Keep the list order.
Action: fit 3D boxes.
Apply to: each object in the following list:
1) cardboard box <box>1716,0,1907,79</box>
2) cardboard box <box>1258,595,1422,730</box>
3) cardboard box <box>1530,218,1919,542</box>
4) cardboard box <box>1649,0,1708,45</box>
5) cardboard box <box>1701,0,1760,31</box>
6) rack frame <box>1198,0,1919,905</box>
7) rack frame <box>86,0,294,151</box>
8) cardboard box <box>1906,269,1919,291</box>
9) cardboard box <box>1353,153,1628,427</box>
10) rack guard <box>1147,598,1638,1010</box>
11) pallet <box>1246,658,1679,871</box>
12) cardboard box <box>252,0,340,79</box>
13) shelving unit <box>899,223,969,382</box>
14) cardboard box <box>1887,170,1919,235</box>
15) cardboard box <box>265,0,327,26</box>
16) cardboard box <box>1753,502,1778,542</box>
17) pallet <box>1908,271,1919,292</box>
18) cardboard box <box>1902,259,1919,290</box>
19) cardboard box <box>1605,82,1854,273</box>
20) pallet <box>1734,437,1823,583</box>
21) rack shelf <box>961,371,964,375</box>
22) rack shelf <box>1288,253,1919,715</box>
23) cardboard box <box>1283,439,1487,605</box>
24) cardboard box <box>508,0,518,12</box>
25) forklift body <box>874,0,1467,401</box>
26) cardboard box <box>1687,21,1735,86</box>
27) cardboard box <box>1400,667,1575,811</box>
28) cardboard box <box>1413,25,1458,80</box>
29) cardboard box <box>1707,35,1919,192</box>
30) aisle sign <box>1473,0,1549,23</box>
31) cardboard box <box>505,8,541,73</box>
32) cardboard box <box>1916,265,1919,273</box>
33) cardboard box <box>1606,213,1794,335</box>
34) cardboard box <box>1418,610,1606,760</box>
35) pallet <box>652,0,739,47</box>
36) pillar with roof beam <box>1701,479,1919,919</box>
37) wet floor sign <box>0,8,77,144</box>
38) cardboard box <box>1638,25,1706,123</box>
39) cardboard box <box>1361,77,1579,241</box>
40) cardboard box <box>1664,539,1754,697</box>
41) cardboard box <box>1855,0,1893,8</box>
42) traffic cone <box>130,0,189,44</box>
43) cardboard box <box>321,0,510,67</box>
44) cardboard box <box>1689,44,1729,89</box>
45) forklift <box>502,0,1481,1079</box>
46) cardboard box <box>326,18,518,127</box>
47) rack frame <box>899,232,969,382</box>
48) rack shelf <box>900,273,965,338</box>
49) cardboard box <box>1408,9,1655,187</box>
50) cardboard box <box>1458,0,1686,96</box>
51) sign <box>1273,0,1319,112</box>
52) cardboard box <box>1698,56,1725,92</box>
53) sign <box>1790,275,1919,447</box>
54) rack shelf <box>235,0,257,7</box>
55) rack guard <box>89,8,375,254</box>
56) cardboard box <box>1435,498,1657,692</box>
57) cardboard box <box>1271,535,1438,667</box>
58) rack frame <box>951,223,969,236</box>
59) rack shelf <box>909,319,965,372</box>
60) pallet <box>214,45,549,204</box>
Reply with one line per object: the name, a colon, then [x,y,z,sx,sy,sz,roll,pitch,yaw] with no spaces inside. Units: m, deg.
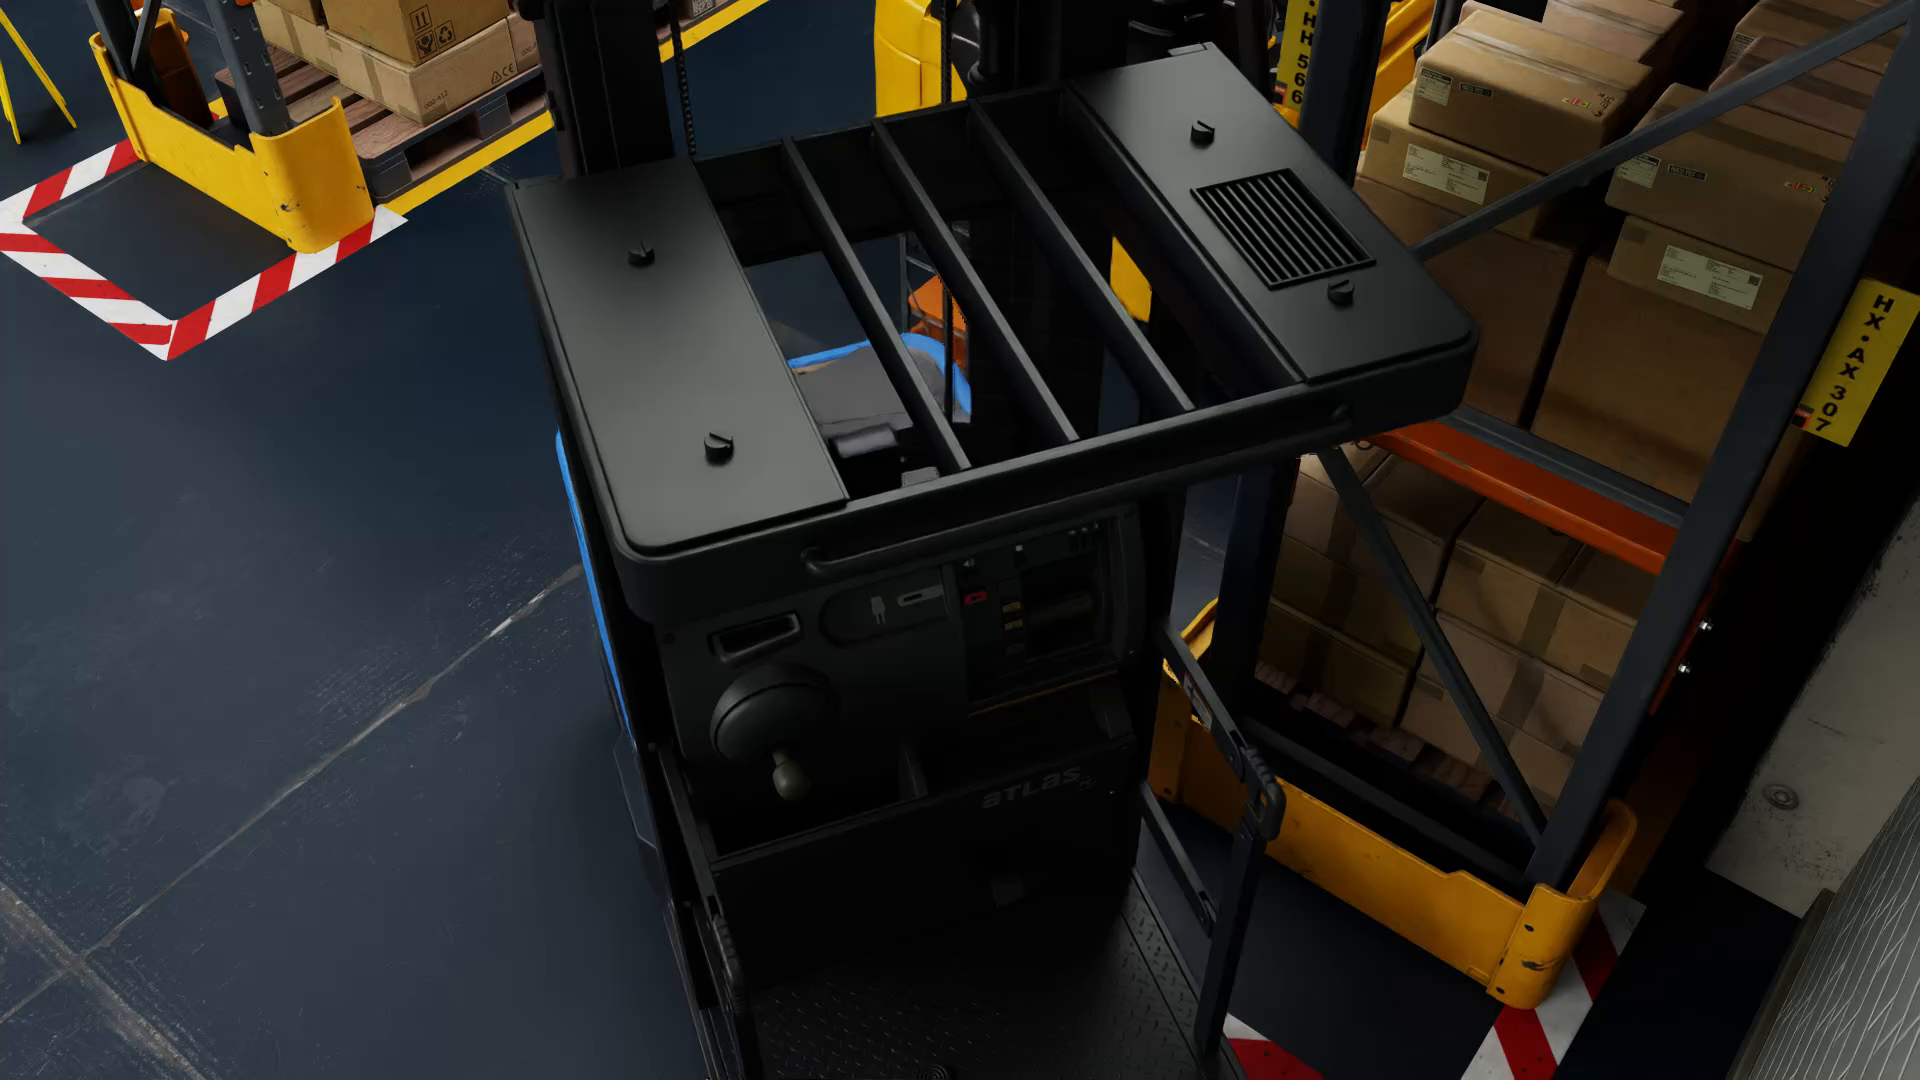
cardboard box: [1.785,-0.971,3.379,0.380,0.149,0.250,30,53,26]
cardboard box: [1.111,0.177,4.618,0.500,0.250,0.500,30,53,25]
cardboard box: [1.597,-0.415,3.503,0.500,0.500,0.500,31,54,26]
cardboard box: [1.391,-1.195,3.594,0.380,0.149,0.250,30,53,26]
cardboard box: [1.602,-1.305,3.699,0.380,0.149,0.250,30,53,25]
rack frame: [1.074,-0.219,3.385,1.000,3.000,0.127,29,53,25]
rack frame: [-2.856,-2.412,5.479,1.000,3.000,0.127,29,53,25]
cardboard box: [3.080,-1.043,5.783,0.500,0.250,0.500,29,53,25]
cardboard box: [1.167,-0.652,3.729,0.500,0.500,0.500,28,52,24]
rack guard: [1.059,0.658,4.276,1.175,0.500,0.348,29,53,25]
pallet: [1.508,0.288,4.829,1.003,0.211,1.213,29,53,25]
cardboard box: [-2.560,-2.202,6.890,0.500,0.250,0.500,29,53,25]
shelving unit: [-0.009,-0.406,4.808,0.258,1.200,0.189,29,53,25]
cardboard box: [1.898,-0.723,3.797,0.500,0.500,0.500,31,54,26]
cardboard box: [-2.573,-2.440,6.599,0.500,0.500,0.500,30,53,25]
cardboard box: [2.160,-0.182,4.960,0.500,0.250,0.500,29,53,25]
pallet: [3.000,-1.109,6.163,1.003,0.211,1.213,29,53,25]
cardboard box: [2.772,-0.917,5.317,0.500,0.250,0.500,29,53,25]
cardboard box: [1.448,-0.679,3.100,0.380,0.149,0.250,28,53,24]
pallet: [2.255,-0.407,5.493,1.003,0.211,1.213,29,53,25]
rack shelf: [-0.009,-0.458,4.754,0.258,0.103,0.180,29,53,25]
rack shelf: [2.297,-1.115,4.739,1.077,0.370,4.000,29,53,25]
cardboard box: [1.109,-0.161,4.249,0.500,0.250,0.500,31,54,26]
cardboard box: [-1.814,-2.520,6.676,0.500,0.500,0.500,27,52,24]
forklift body: [0.790,-1.818,5.499,2.313,2.155,1.214,29,53,25]
cardboard box: [1.565,-1.218,3.821,0.380,0.149,0.250,29,53,25]
cardboard box: [1.529,0.391,4.414,0.500,0.250,0.500,29,53,25]
cardboard box: [1.197,-0.960,3.575,0.380,0.149,0.250,30,53,26]
cardboard box: [1.661,-0.803,3.219,0.380,0.149,0.250,31,54,26]
aisle sign: [0.801,-1.210,2.533,0.394,0.787,0.004,29,53,25]
cardboard box: [-1.826,-2.235,6.922,0.500,0.250,0.500,31,54,26]
cardboard box: [3.085,-1.204,5.592,0.500,0.250,0.500,30,53,26]
cardboard box: [1.487,-0.557,3.190,0.380,0.149,0.250,28,52,24]
cardboard box: [1.526,0.235,4.216,0.500,0.250,0.500,30,53,26]
pallet: [-1.539,-2.636,7.622,1.003,0.211,1.213,29,53,25]
pillar with roof beam: [-1.194,-4.195,3.034,9.100,9.000,0.400,29,53,25]
wet floor sign: [-3.819,-1.963,6.679,0.232,0.644,0.267,-25,51,-22]
cardboard box: [1.404,-1.081,3.691,0.380,0.149,0.250,30,53,26]
cardboard box: [1.064,-0.800,3.422,0.380,0.149,0.250,30,53,25]
cardboard box: [1.859,0.114,4.678,0.500,0.250,0.500,30,53,25]
cardboard box: [1.948,-1.106,3.508,0.380,0.149,0.250,29,53,25]
traffic cone: [-3.614,-2.352,7.177,0.336,0.463,0.334,29,53,25]
cardboard box: [-2.130,-2.219,6.388,0.500,0.500,0.500,28,52,24]
cardboard box: [1.492,-0.944,4.009,0.500,0.500,0.500,31,54,26]
forklift: [-0.011,0.292,2.944,1.130,2.935,3.031,-15,48,-14]
cardboard box: [-2.144,-1.946,6.646,0.500,0.250,0.500,29,53,25]
rack frame: [-0.065,-0.354,4.758,0.240,1.200,0.006,29,53,25]
rack shelf: [-0.009,-0.624,4.580,0.258,0.103,0.180,29,53,25]
cardboard box: [1.126,-0.879,3.292,0.380,0.149,0.250,29,53,25]
cardboard box: [1.252,-1.034,3.440,0.380,0.149,0.250,29,53,25]
sign: [0.653,-0.949,3.118,0.100,0.325,0.005,29,53,25]
cardboard box: [1.748,-0.869,3.488,0.380,0.149,0.250,28,53,24]
sign: [1.510,-0.297,2.806,0.100,0.325,0.005,29,53,25]
rack shelf: [-1.633,-3.308,6.833,1.077,0.370,4.000,29,53,25]
rack guard: [-2.810,-1.592,6.425,1.175,0.500,0.348,29,53,25]
cardboard box: [1.518,0.049,4.049,0.500,0.250,0.500,28,53,24]
cardboard box: [1.124,-0.004,4.445,0.500,0.250,0.500,29,53,25]
rack frame: [0.047,-0.459,4.858,0.240,1.200,0.006,29,53,25]
rack shelf: [-0.009,-0.541,4.667,0.258,0.103,0.180,29,53,25]
pallet: [-2.285,-1.941,6.958,1.003,0.211,1.213,29,53,25]
